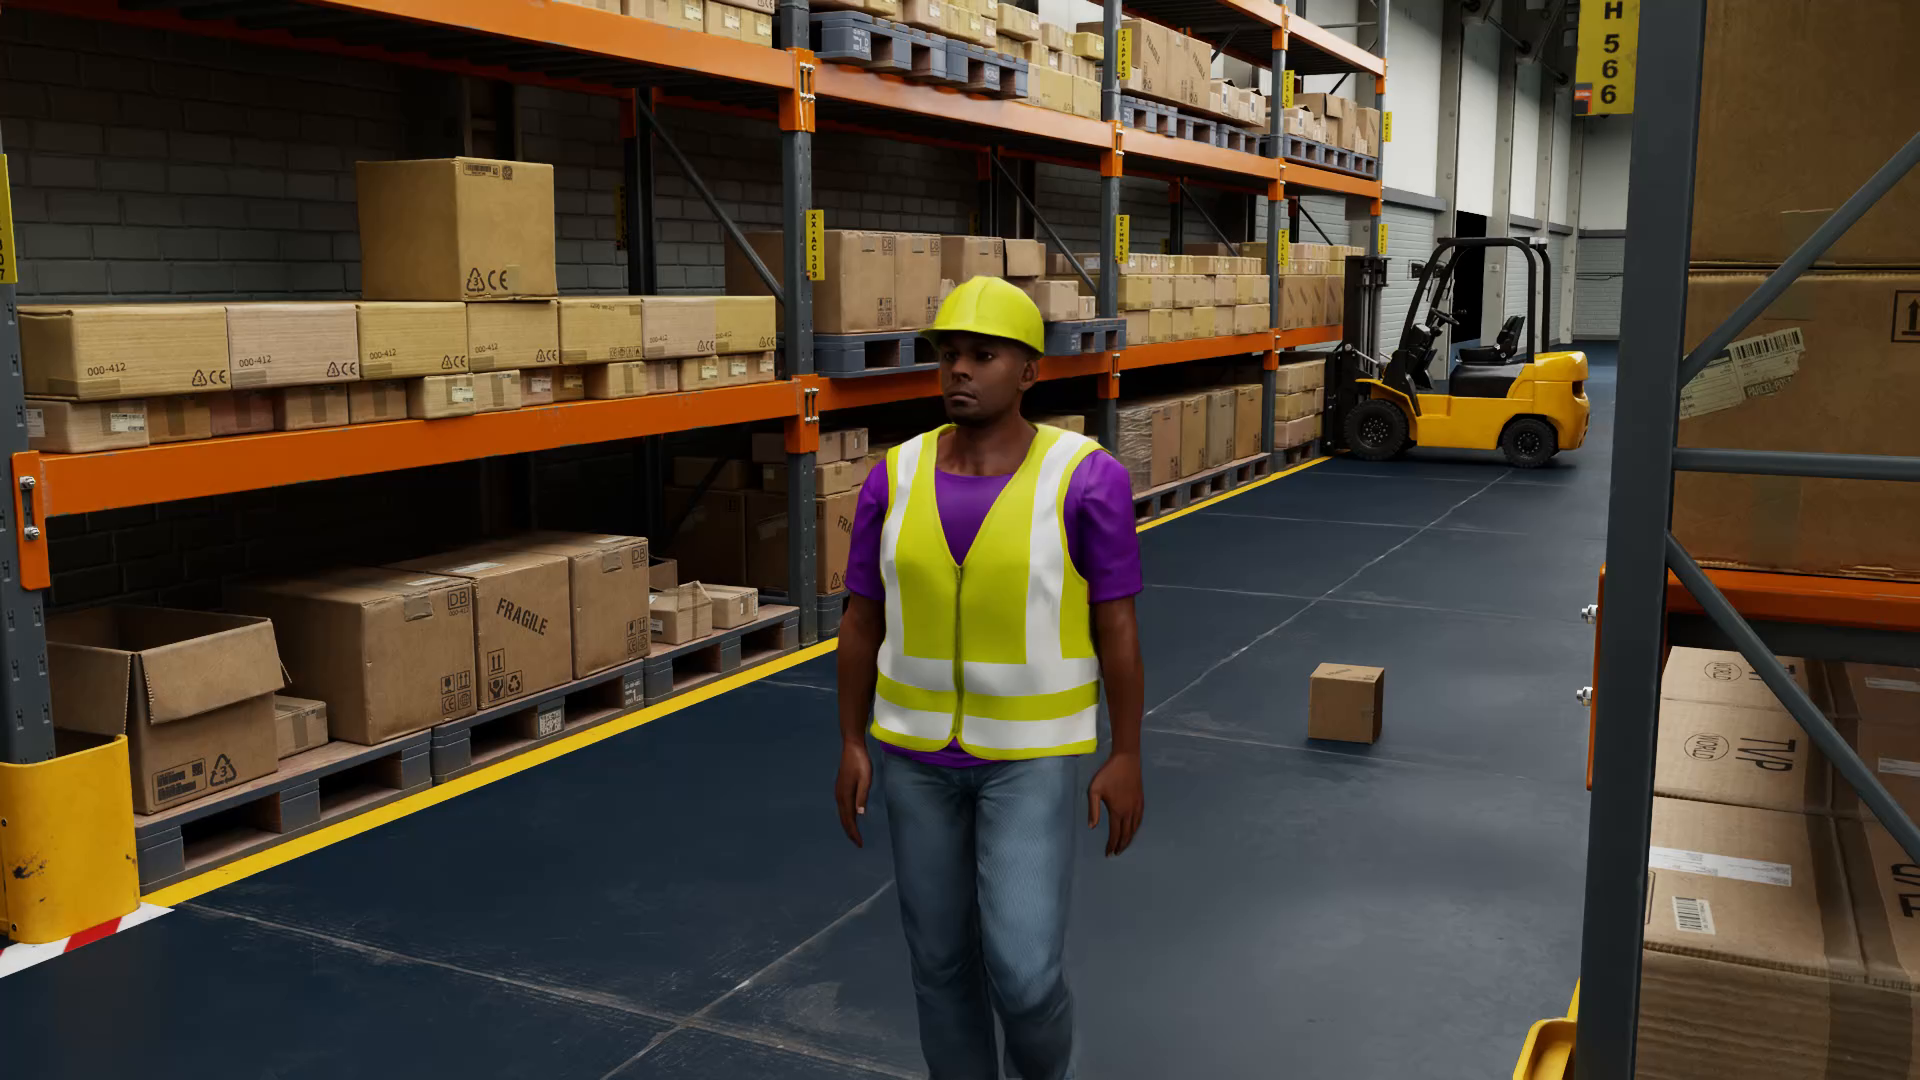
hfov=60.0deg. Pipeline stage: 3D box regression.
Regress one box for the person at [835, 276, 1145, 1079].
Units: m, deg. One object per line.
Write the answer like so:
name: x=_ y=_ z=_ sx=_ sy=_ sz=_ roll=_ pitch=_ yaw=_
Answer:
person: x=0.030 y=0.406 z=3.078 sx=0.589 sy=1.769 sz=0.460 roll=3 pitch=10 yaw=20
